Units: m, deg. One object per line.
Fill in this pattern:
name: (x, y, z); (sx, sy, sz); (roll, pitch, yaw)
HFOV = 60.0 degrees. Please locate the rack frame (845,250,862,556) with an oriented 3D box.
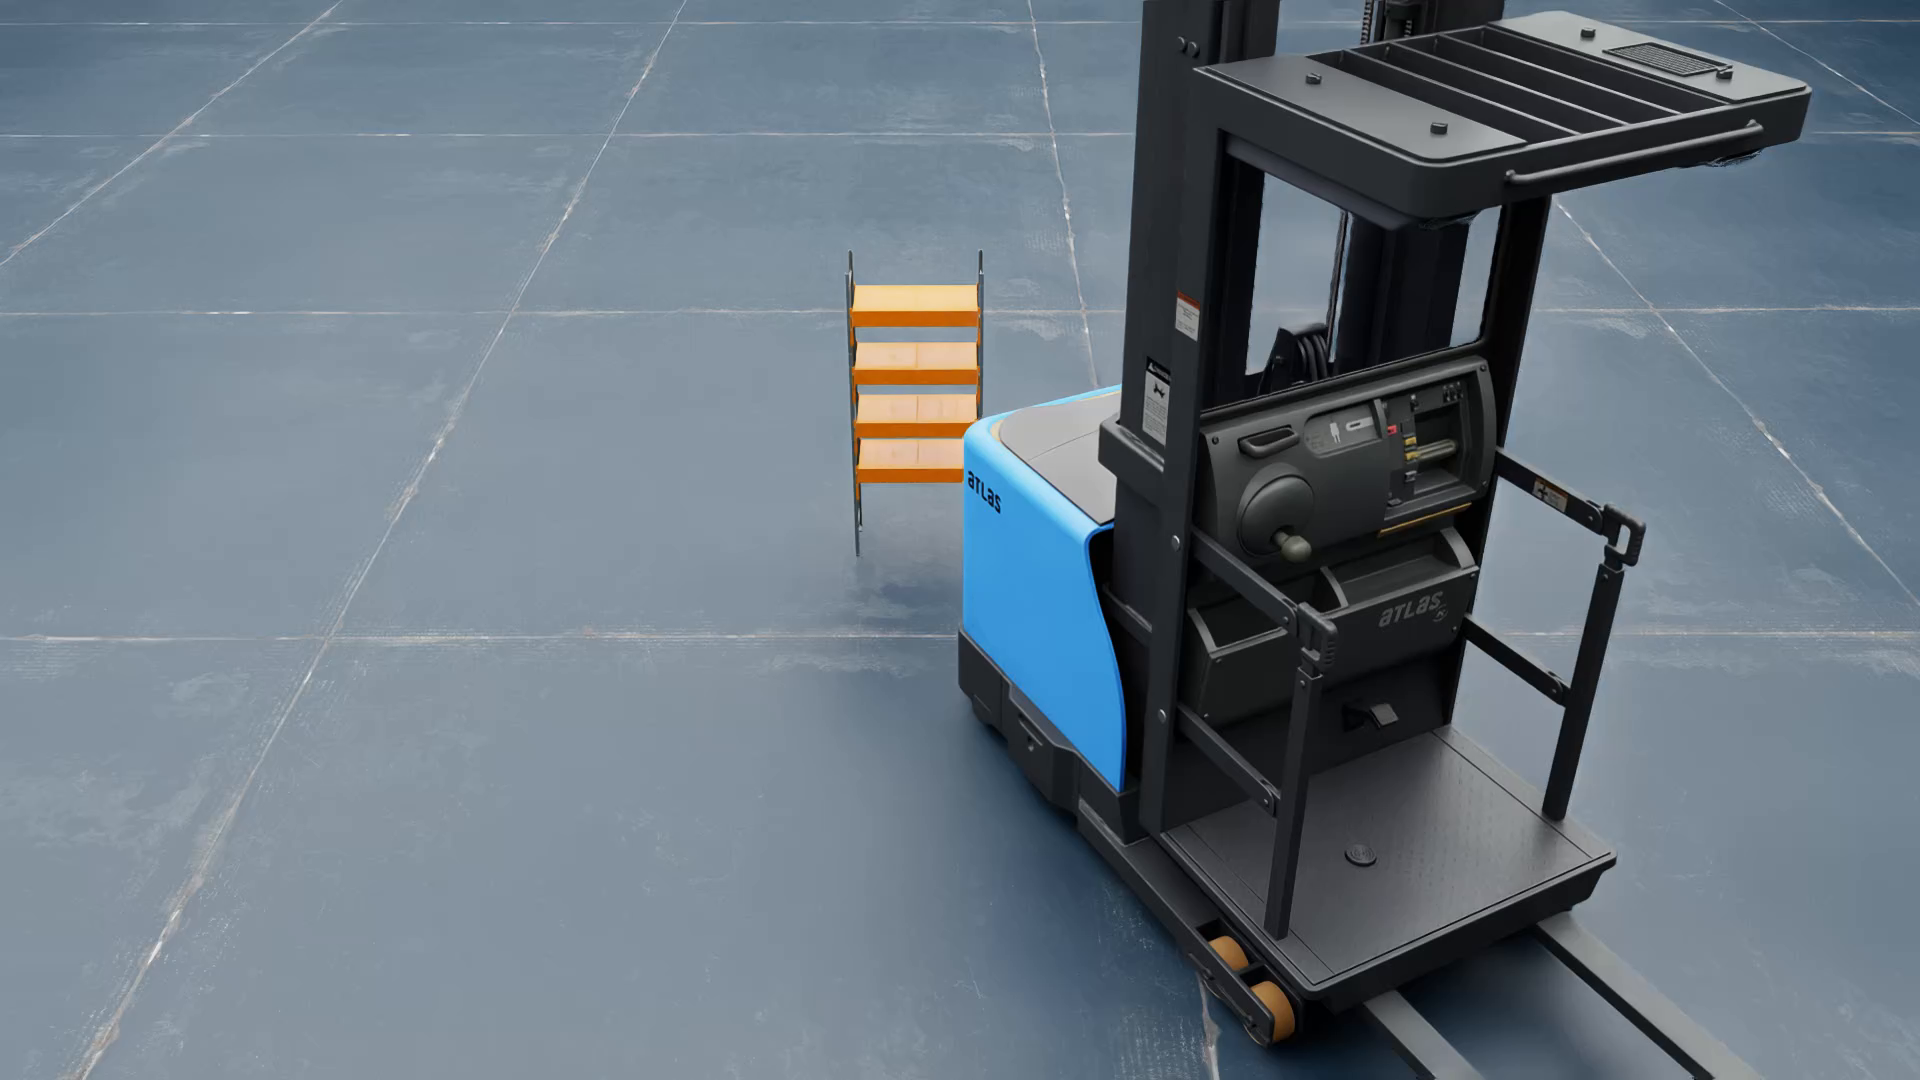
rack frame: (-0.410, -0.512, 6.437); (0.015, 1.200, 0.240); (0, 31, 0)

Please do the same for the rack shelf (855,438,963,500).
rack shelf: (-0.166, -0.285, 6.576); (0.480, 0.148, 0.258); (0, 31, 0)

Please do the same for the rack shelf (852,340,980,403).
rack shelf: (-0.166, -0.646, 6.357); (0.480, 0.148, 0.258); (0, 31, 0)

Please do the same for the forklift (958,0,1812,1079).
forklift: (1.135, -0.158, 4.185); (1.130, 2.935, 3.031); (-16, 35, -24)

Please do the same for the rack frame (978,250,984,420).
rack frame: (0.078, -0.513, 6.439); (0.015, 1.200, 0.240); (0, 31, 0)

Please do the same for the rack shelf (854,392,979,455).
rack shelf: (-0.166, -0.455, 6.473); (0.480, 0.148, 0.258); (0, 31, 0)

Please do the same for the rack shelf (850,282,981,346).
rack shelf: (-0.166, -0.848, 6.234); (0.480, 0.148, 0.258); (0, 31, 0)

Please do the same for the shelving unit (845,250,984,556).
shelving unit: (-0.166, -0.512, 6.438); (0.503, 1.200, 0.258); (0, 31, 0)
